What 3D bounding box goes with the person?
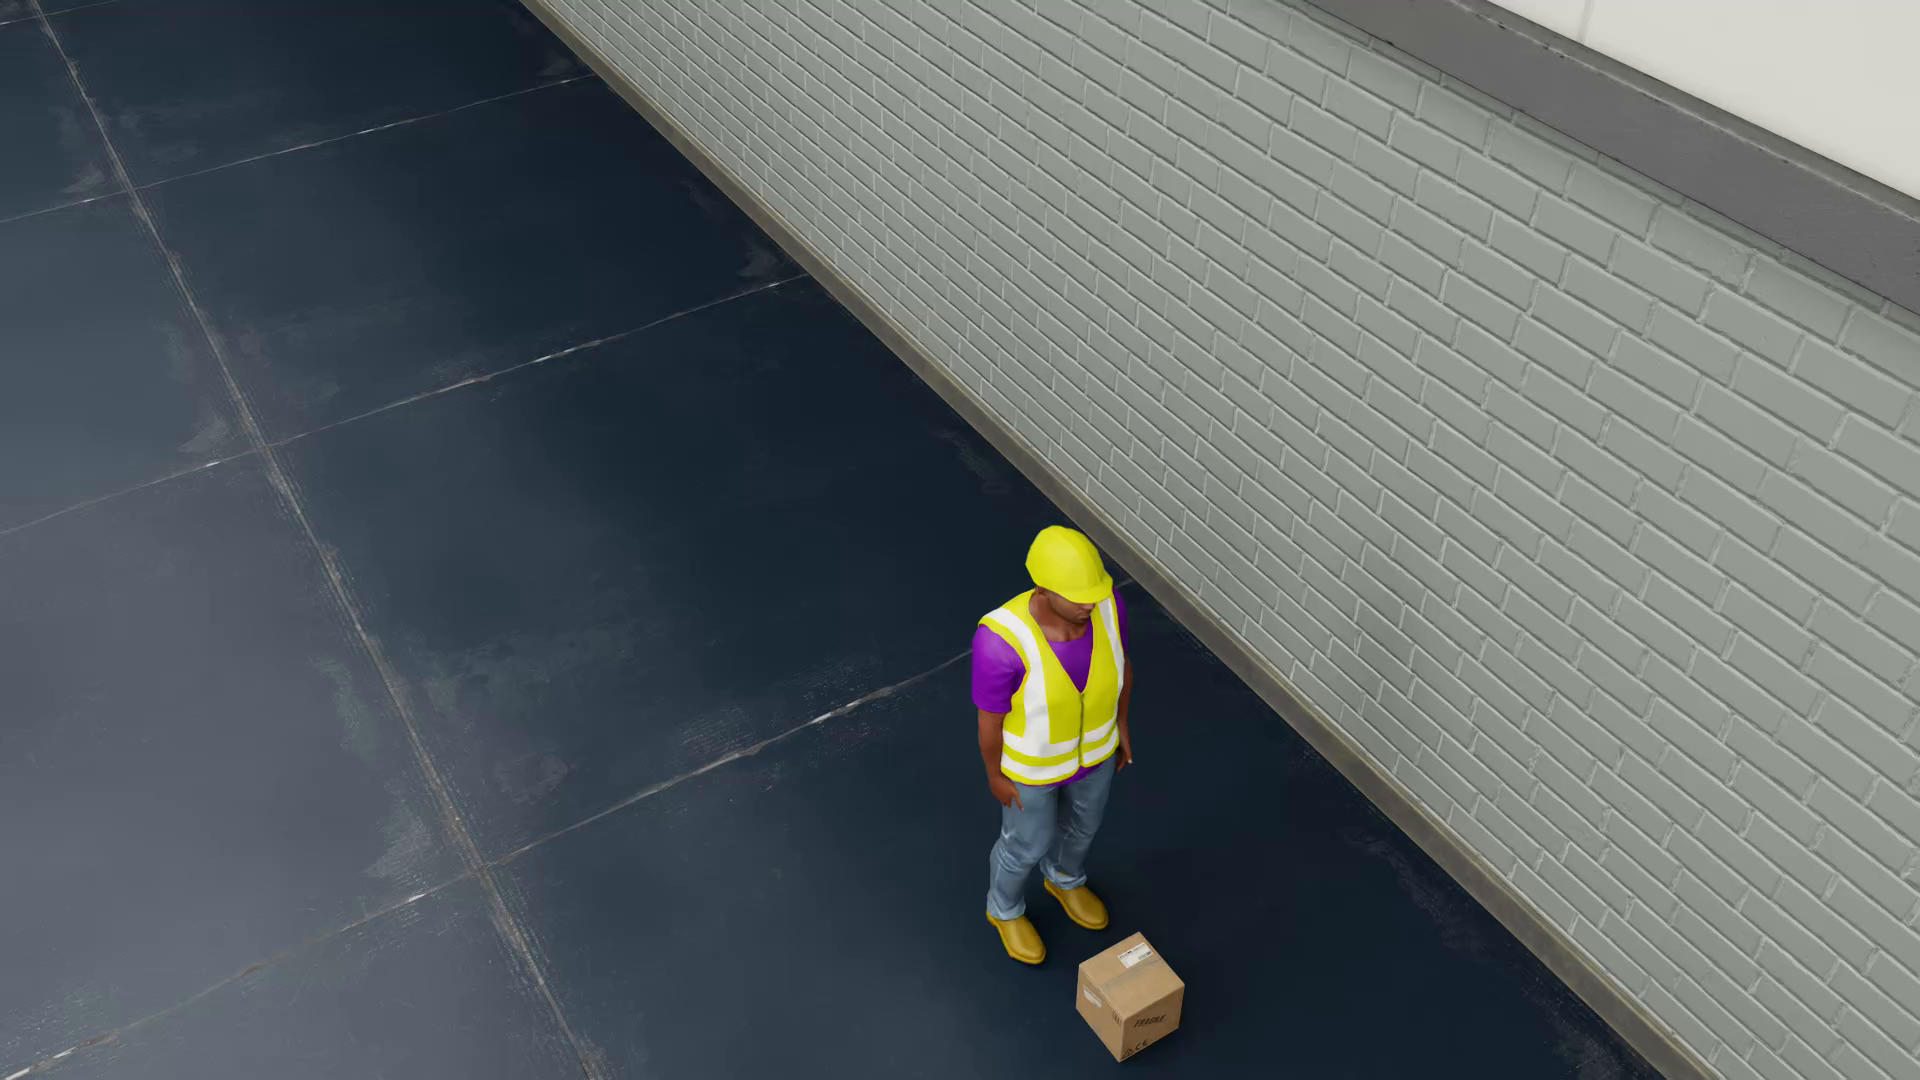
[{"bbox_3d":[0.311,0.663,5.366,0.564,1.762,0.357,-21,45,-23],"label":"person"}]
